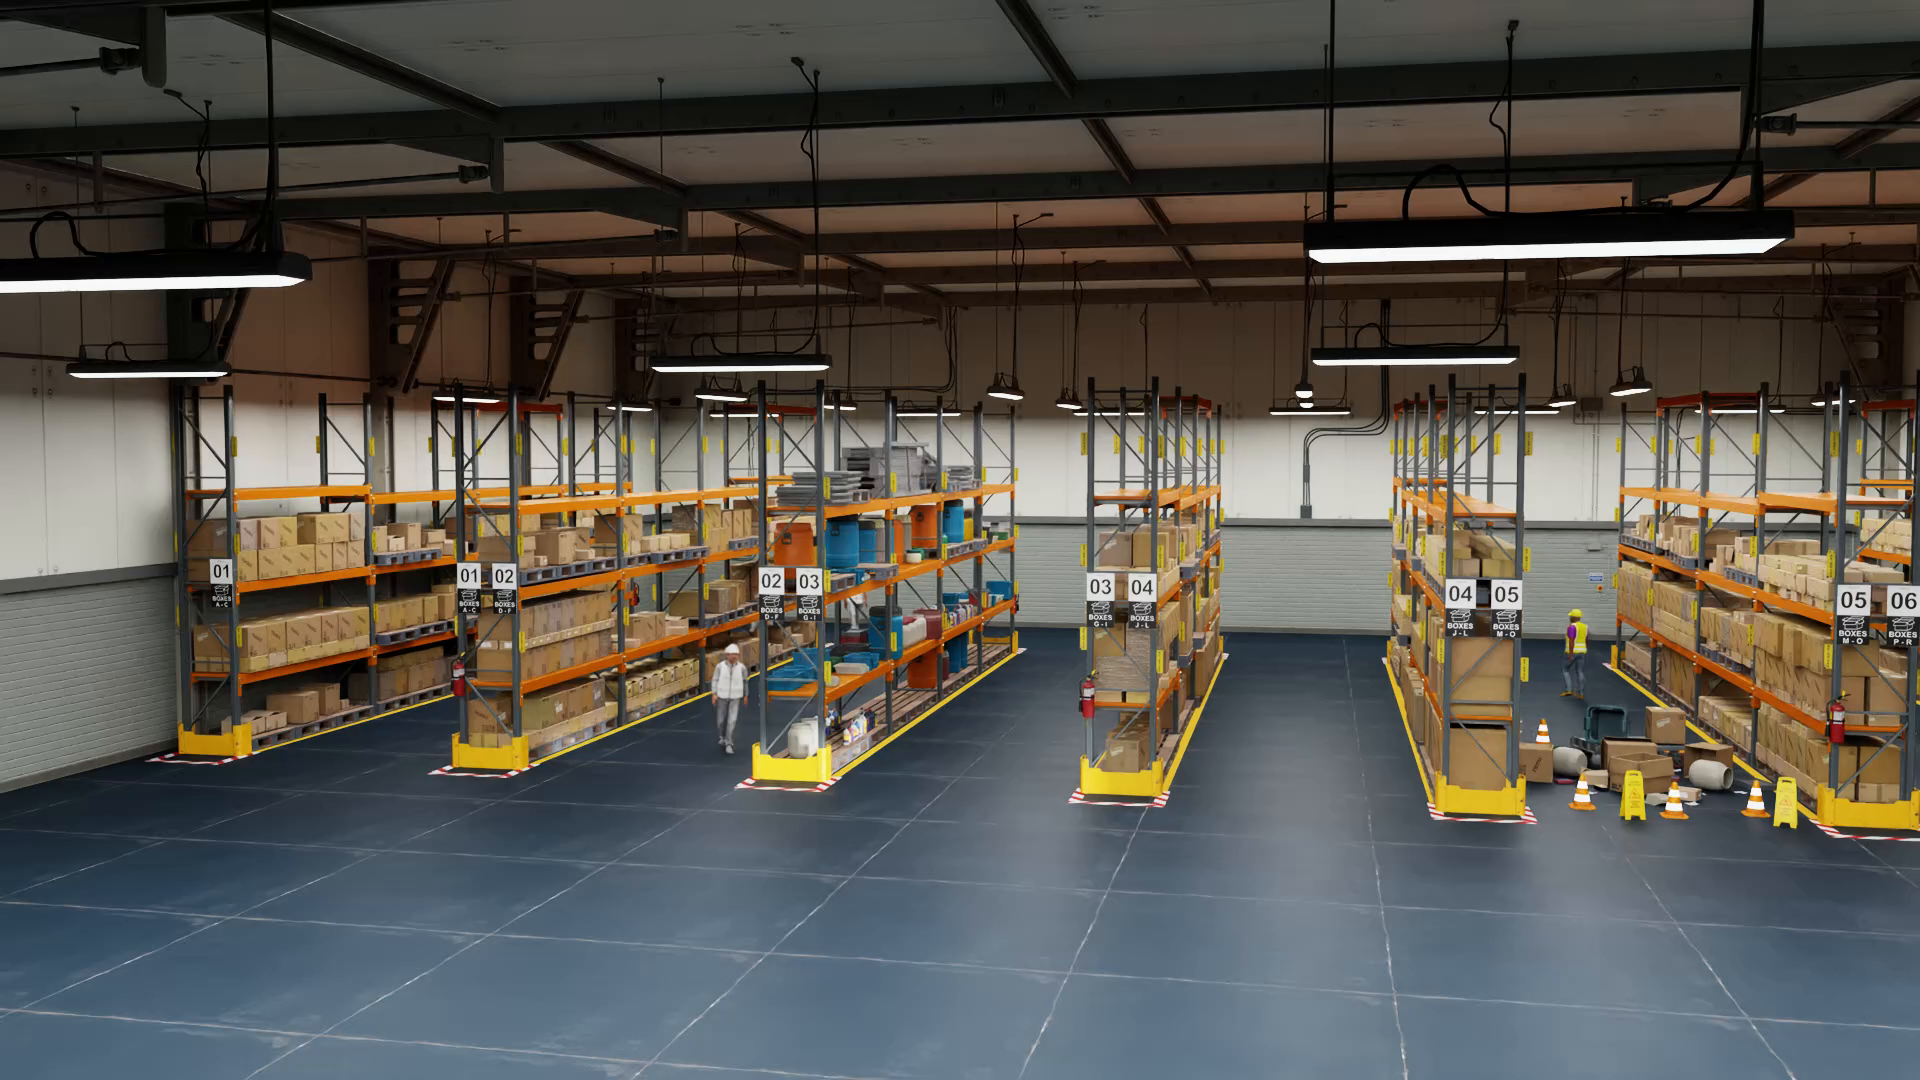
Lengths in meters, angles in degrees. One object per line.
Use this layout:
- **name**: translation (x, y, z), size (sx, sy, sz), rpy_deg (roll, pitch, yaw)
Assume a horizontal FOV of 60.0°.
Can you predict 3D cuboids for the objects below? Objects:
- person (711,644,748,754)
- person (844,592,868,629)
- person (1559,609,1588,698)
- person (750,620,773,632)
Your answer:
- **person**: translation (-3.796, 2.599, 27.479), size (0.619, 1.750, 0.833), rpy_deg (-1, 3, -12)
- **person**: translation (-2.787, 1.648, 44.394), size (0.601, 1.707, 1.122), rpy_deg (-1, 3, -13)
- **person**: translation (12.310, 2.279, 33.110), size (0.545, 1.785, 0.550), rpy_deg (0, 3, -7)
- **person**: translation (-5.032, 1.739, 42.856), size (0.840, 1.749, 0.523), rpy_deg (-1, 3, -9)
